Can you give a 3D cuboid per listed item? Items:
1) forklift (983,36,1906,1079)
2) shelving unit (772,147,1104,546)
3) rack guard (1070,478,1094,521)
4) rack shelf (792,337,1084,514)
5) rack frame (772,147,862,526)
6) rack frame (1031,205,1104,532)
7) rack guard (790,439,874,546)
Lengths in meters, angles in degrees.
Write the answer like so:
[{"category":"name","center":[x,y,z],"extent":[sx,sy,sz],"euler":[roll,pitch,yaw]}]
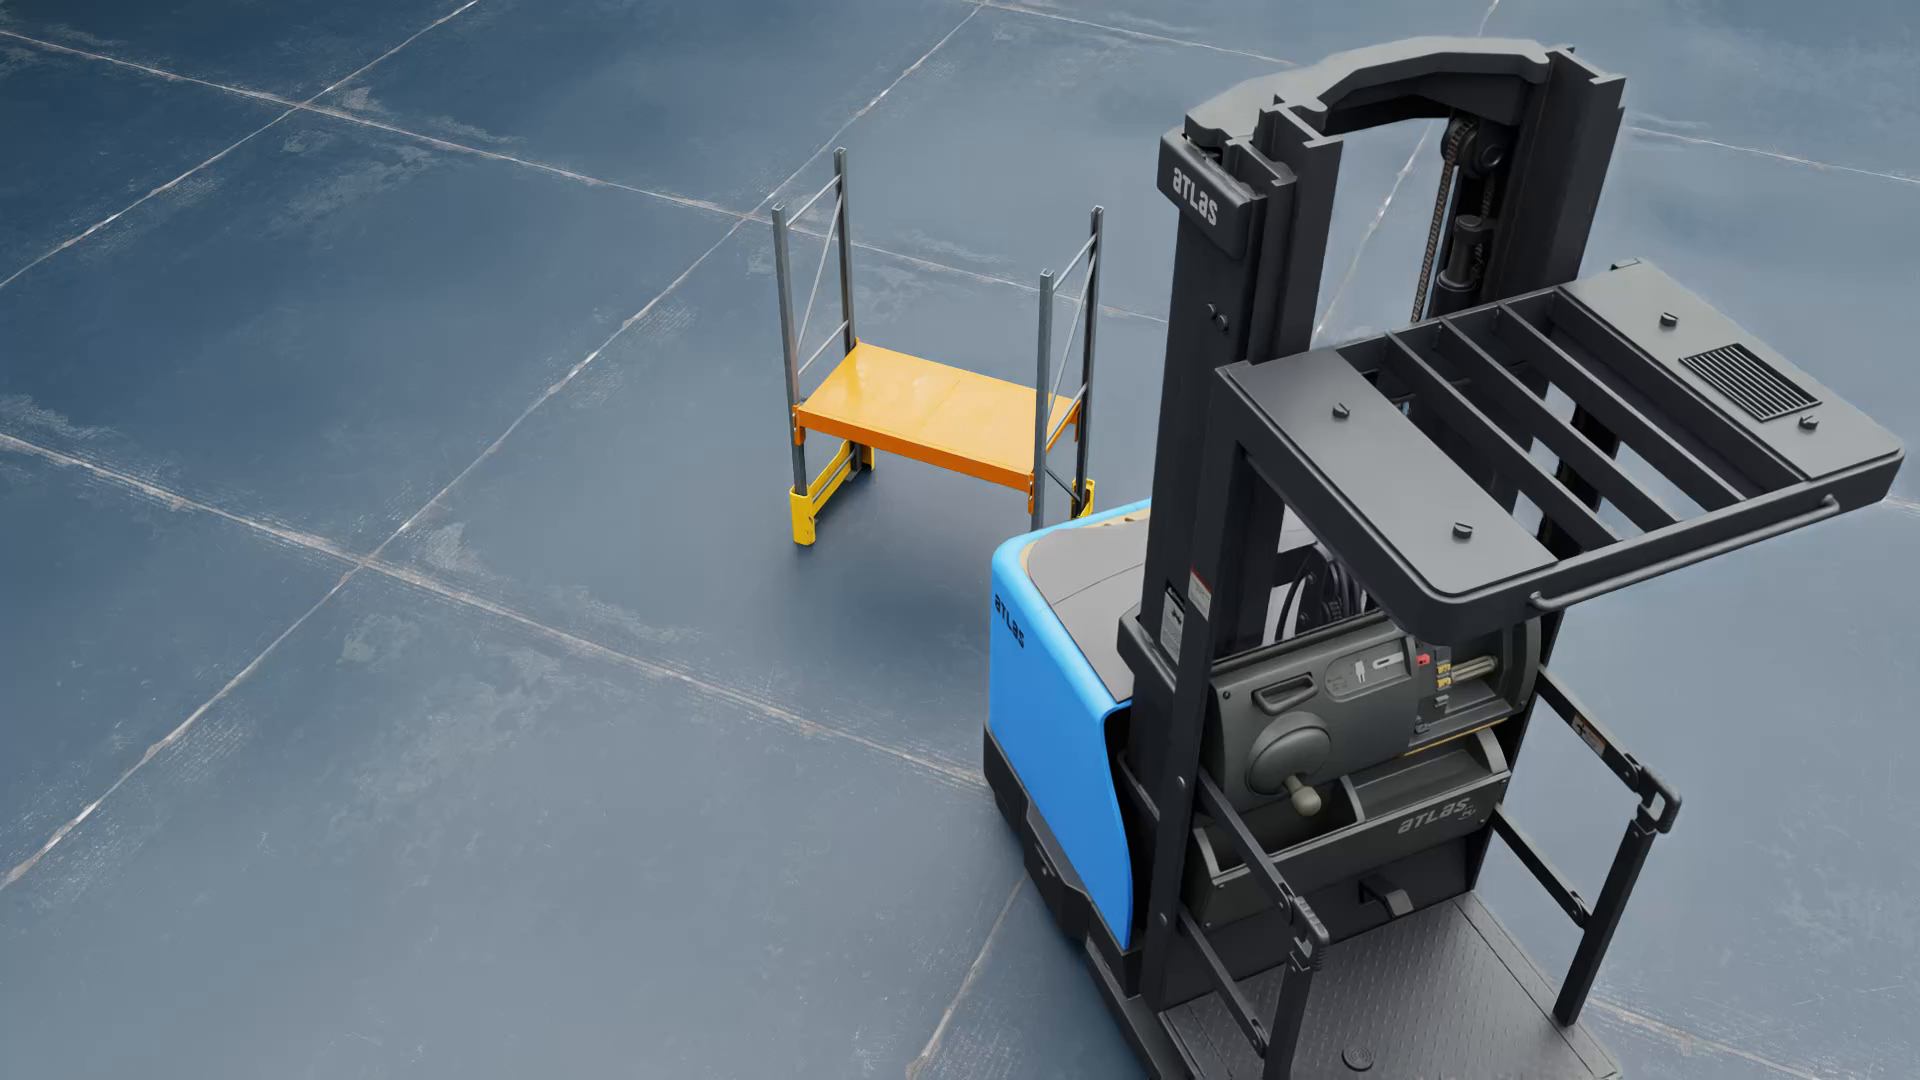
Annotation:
[{"category":"forklift","center":[1.131,0.472,3.967],"extent":[1.130,2.935,3.031],"euler":[-16,43,-17]},{"category":"shelving unit","center":[-0.069,-0.588,6.283],"extent":[1.083,1.500,0.587],"euler":[17,44,19]},{"category":"rack guard","center":[0.382,0.022,6.533],"extent":[0.087,0.250,0.587],"euler":[17,44,19]},{"category":"rack shelf","center":[-0.077,-0.454,6.404],"extent":[1.000,0.185,0.538],"euler":[17,44,19]},{"category":"rack frame","center":[-0.538,-0.731,6.448],"extent":[0.032,1.500,0.500],"euler":[17,44,19]},{"category":"rack frame","center":[0.383,-0.450,6.124],"extent":[0.032,1.500,0.500],"euler":[17,44,19]},{"category":"rack guard","center":[-0.520,-0.253,6.852],"extent":[0.087,0.250,0.587],"euler":[17,44,19]}]
